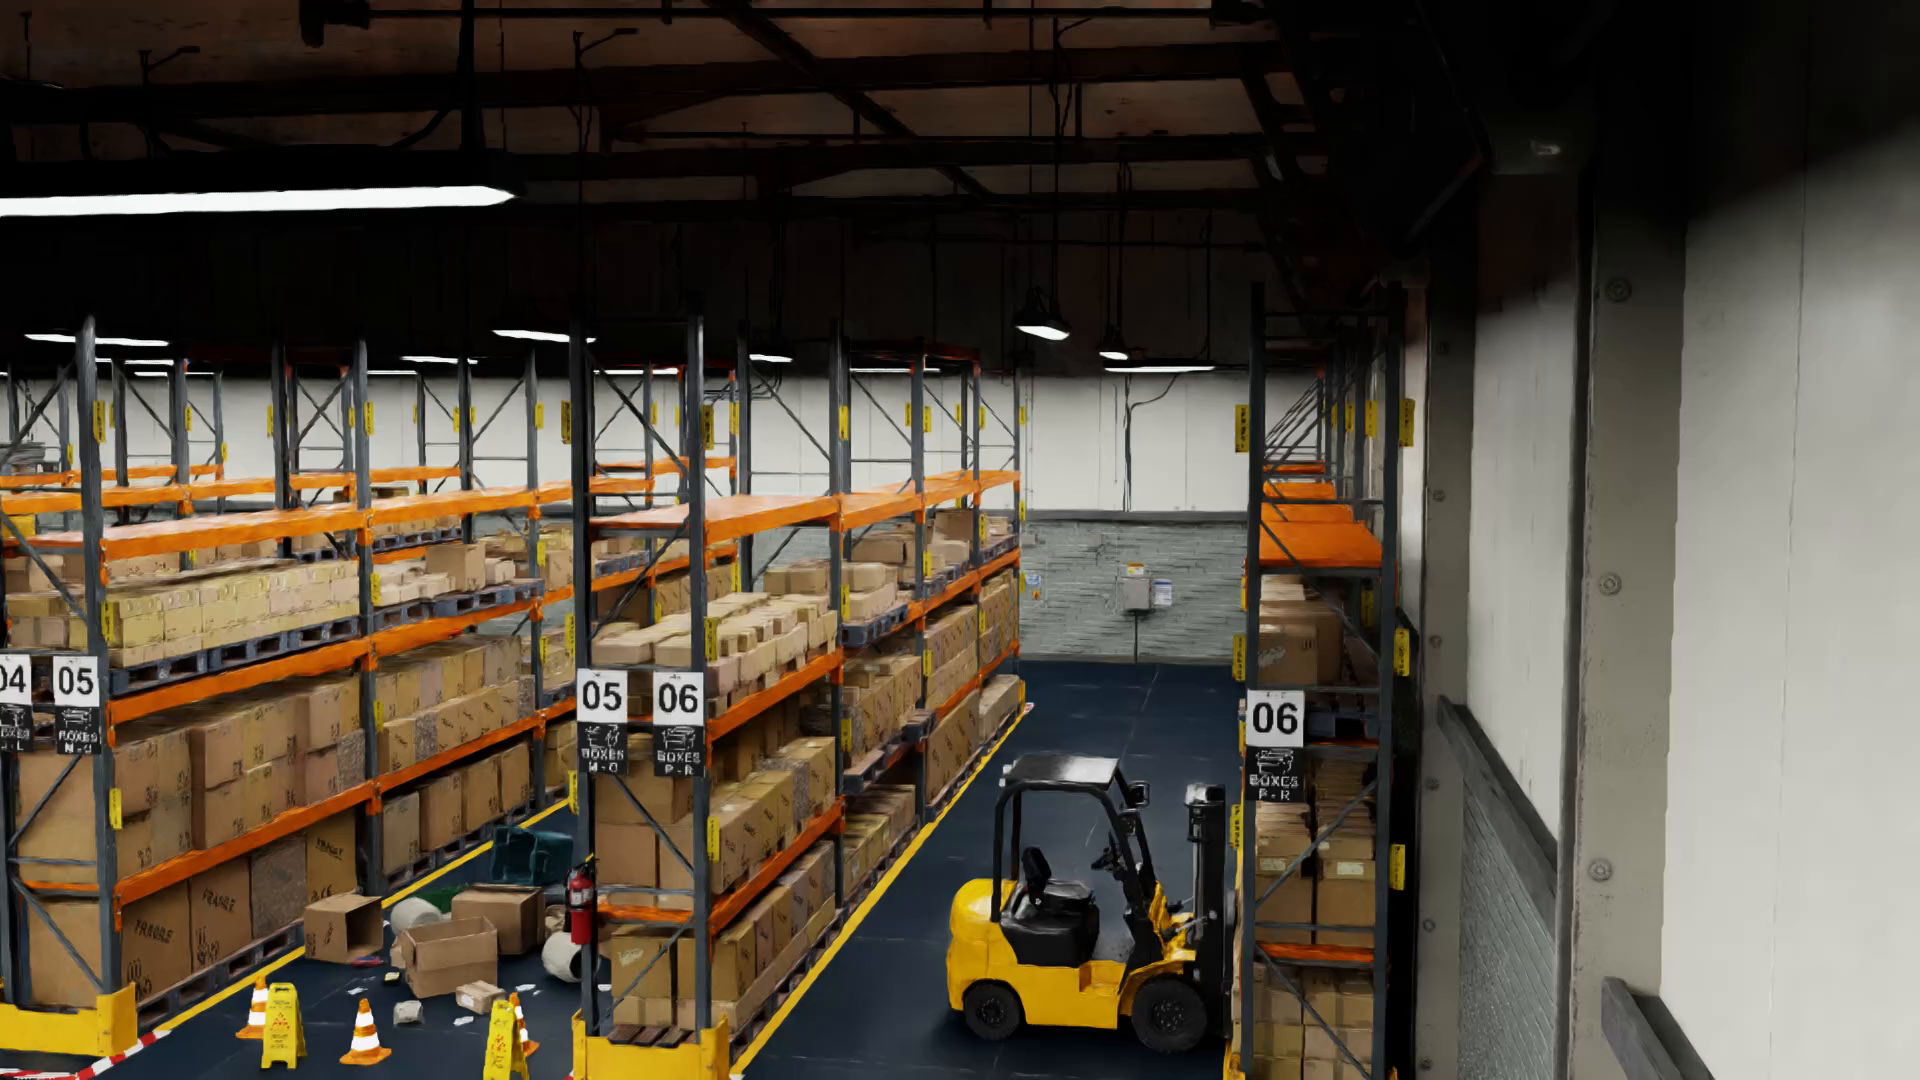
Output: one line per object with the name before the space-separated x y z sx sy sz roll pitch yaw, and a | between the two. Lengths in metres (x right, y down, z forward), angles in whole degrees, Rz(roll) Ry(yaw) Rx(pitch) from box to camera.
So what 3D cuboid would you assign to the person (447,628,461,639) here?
person | -7.934 2.191 26.275 0.678 1.741 0.546 1 5 8
